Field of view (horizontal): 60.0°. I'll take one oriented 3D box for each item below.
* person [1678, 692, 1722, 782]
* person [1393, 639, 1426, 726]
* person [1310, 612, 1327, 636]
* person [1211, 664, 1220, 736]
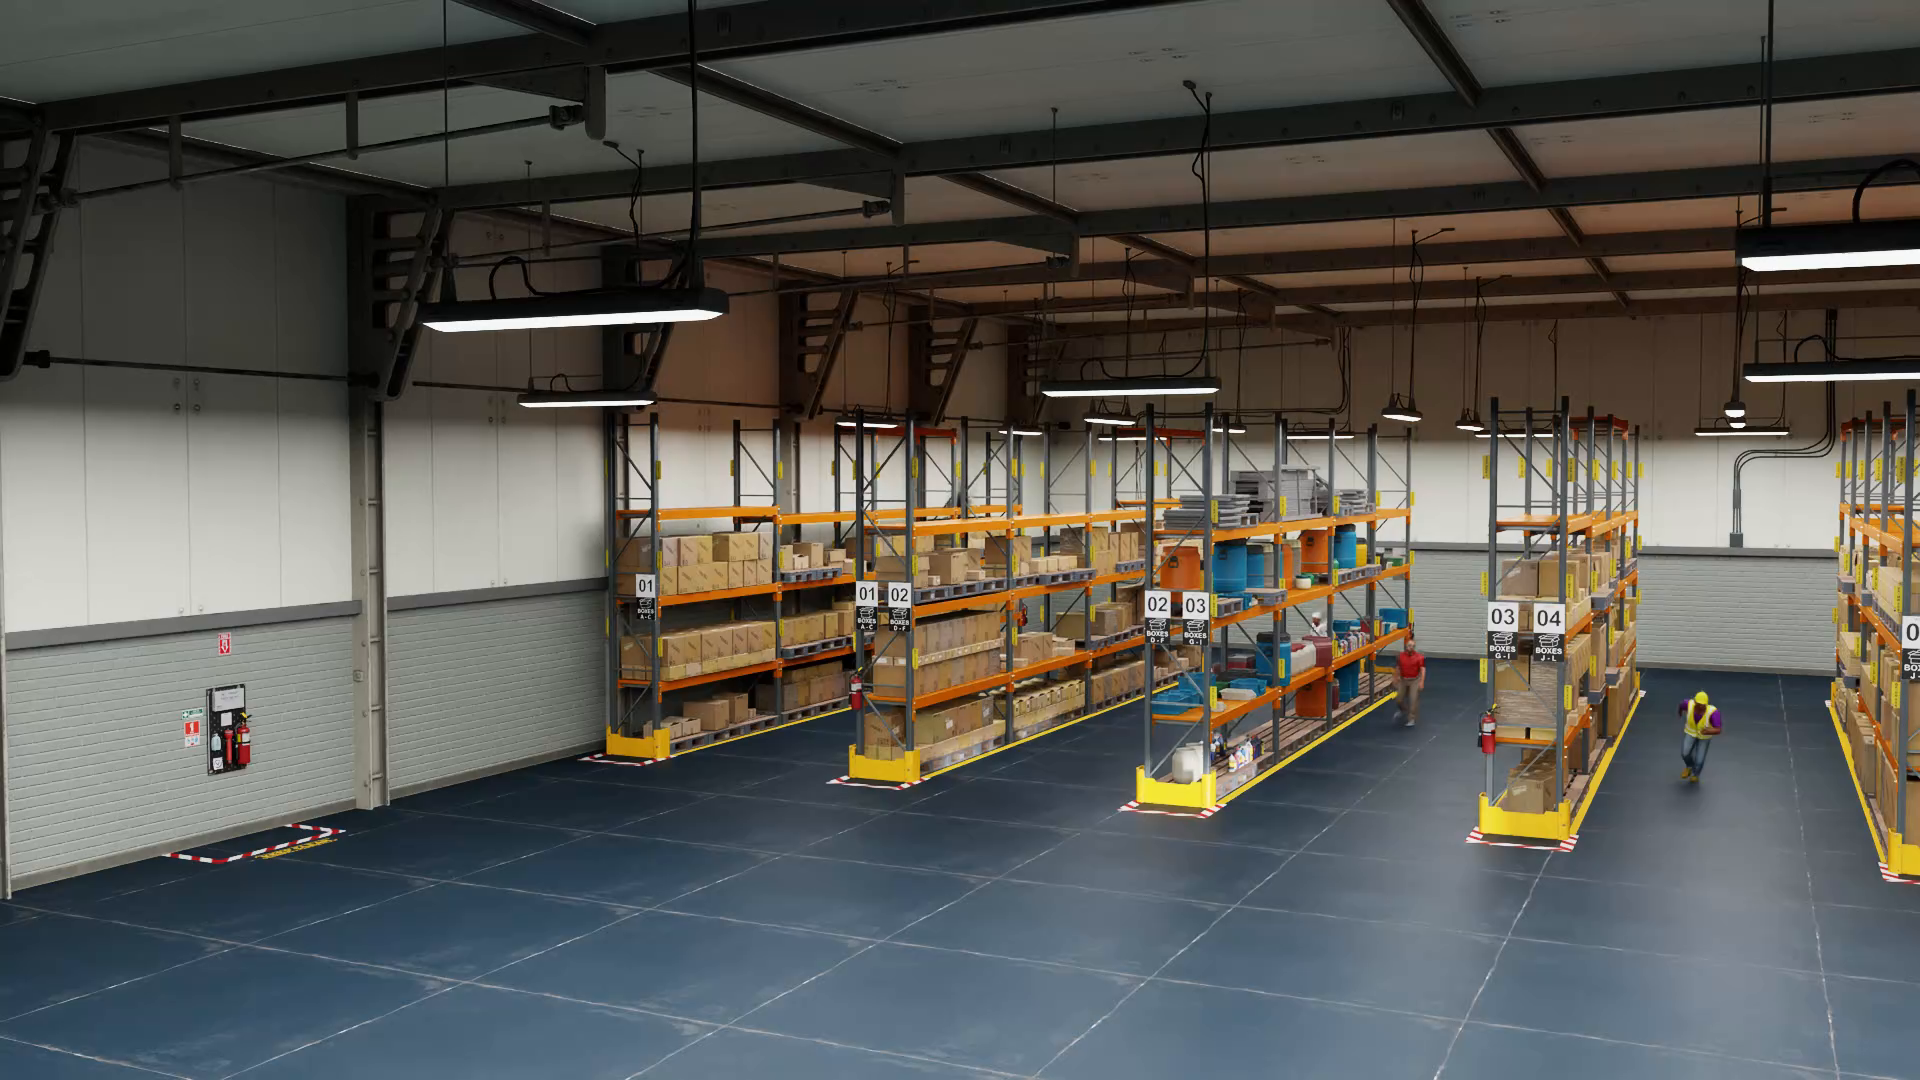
[{"bbox_3d":[11.691,3.117,26.333,0.702,1.519,1.036,1,3,29],"label":"person"},{"bbox_3d":[8.805,2.780,32.584,0.716,1.693,0.680,1,3,31],"label":"person"},{"bbox_3d":[8.315,2.531,39.106,0.671,1.692,0.900,-1,3,-26],"label":"person"},{"bbox_3d":[4.608,2.988,30.284,0.645,1.504,0.720,0,2,-9],"label":"person"}]
